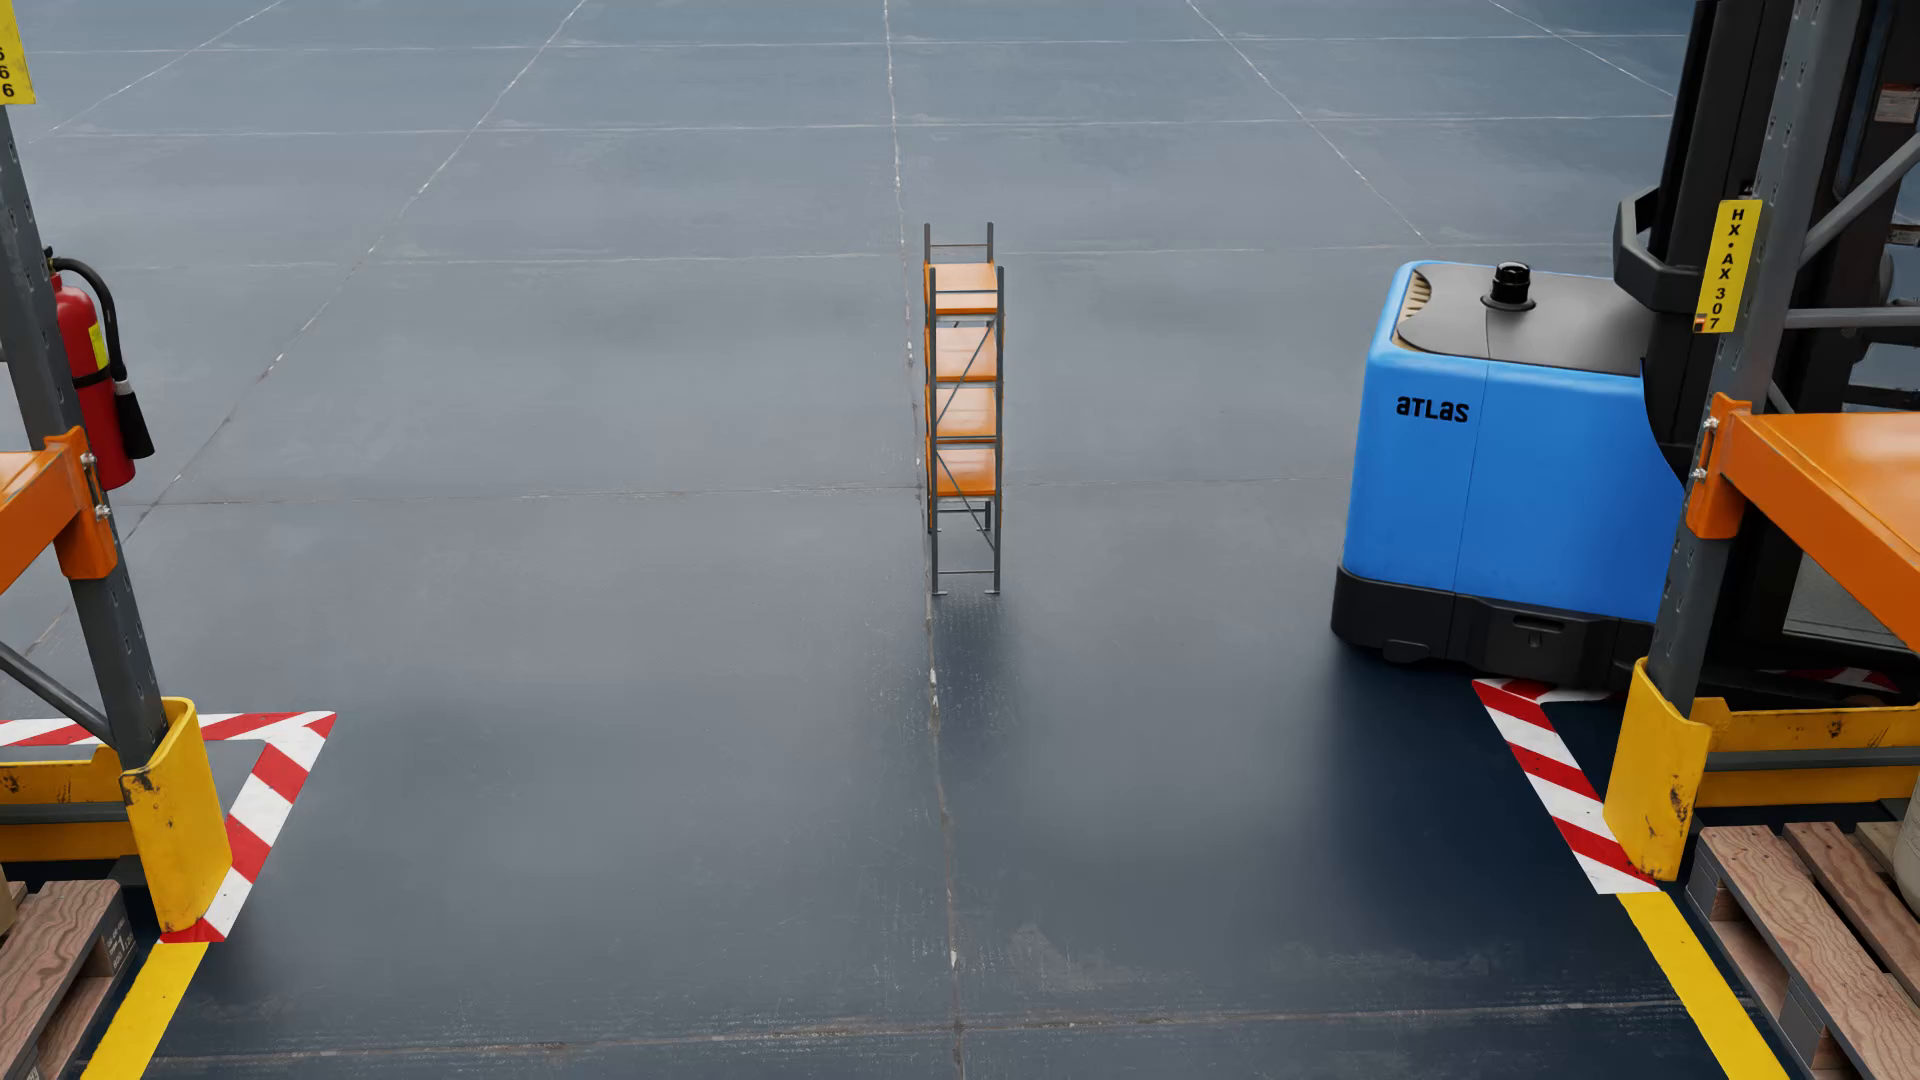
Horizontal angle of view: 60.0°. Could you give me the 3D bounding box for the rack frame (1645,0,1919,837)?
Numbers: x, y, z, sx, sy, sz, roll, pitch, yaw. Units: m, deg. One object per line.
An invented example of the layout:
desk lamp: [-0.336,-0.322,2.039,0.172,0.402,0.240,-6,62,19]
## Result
rack frame: [2.370,-0.536,4.034,1.000,3.000,0.127,-1,28,-3]

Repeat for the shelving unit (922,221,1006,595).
shelving unit: [0.009,-0.456,5.826,0.258,1.200,0.503,-1,28,-3]

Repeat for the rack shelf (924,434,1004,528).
rack shelf: [0.009,-0.220,5.949,0.258,0.148,0.480,-1,28,-3]

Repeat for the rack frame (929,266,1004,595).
rack frame: [0.021,-0.343,5.610,0.240,1.200,0.015,-1,28,-3]

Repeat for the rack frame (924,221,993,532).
rack frame: [-0.004,-0.568,6.042,0.240,1.200,0.015,-1,28,-3]

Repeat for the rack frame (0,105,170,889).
rack frame: [-2.576,-0.416,3.804,1.000,3.000,0.127,-1,28,-3]

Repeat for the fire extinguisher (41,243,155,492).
fire extinguisher: [-2.122,-0.446,3.945,0.296,0.674,0.183,-1,28,-3]

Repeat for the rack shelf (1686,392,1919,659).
rack shelf: [2.475,0.707,2.429,1.077,0.370,4.000,-1,28,-3]

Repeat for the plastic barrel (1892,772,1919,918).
plastic barrel: [2.481,0.683,3.933,0.421,0.512,0.421,0,28,0]

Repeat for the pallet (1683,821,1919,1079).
pallet: [2.458,1.110,3.894,1.003,0.211,1.213,-1,28,-3]

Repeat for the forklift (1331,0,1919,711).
forklift: [2.808,-0.911,4.827,3.031,2.935,1.130,9,29,17]

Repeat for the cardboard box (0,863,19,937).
cardboard box: [-2.560,0.795,3.732,0.500,0.500,0.500,4,28,7]

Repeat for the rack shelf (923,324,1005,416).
rack shelf: [0.009,-0.594,5.754,0.258,0.148,0.480,-1,28,-3]

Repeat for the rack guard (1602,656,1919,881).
rack guard: [2.421,0.607,4.547,1.175,0.500,0.348,-1,28,-3]

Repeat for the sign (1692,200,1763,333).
sign: [1.821,-0.647,3.948,0.100,0.325,0.005,-1,28,-3]

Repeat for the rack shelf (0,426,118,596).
rack shelf: [-2.472,0.826,2.200,1.077,0.370,4.000,-1,28,-3]

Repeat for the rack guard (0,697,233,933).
rack guard: [-2.572,0.727,4.315,1.175,0.500,0.348,-1,28,-3]

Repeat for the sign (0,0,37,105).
sign: [-2.021,-1.074,3.471,0.100,0.325,0.005,-1,28,-3]

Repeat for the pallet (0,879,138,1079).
pallet: [-2.565,1.231,3.661,1.003,0.211,1.213,-1,28,-3]

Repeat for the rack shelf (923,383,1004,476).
rack shelf: [0.009,-0.396,5.857,0.258,0.148,0.480,-1,28,-3]

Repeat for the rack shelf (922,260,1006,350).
rack shelf: [0.009,-0.804,5.644,0.258,0.148,0.480,-1,28,-3]
